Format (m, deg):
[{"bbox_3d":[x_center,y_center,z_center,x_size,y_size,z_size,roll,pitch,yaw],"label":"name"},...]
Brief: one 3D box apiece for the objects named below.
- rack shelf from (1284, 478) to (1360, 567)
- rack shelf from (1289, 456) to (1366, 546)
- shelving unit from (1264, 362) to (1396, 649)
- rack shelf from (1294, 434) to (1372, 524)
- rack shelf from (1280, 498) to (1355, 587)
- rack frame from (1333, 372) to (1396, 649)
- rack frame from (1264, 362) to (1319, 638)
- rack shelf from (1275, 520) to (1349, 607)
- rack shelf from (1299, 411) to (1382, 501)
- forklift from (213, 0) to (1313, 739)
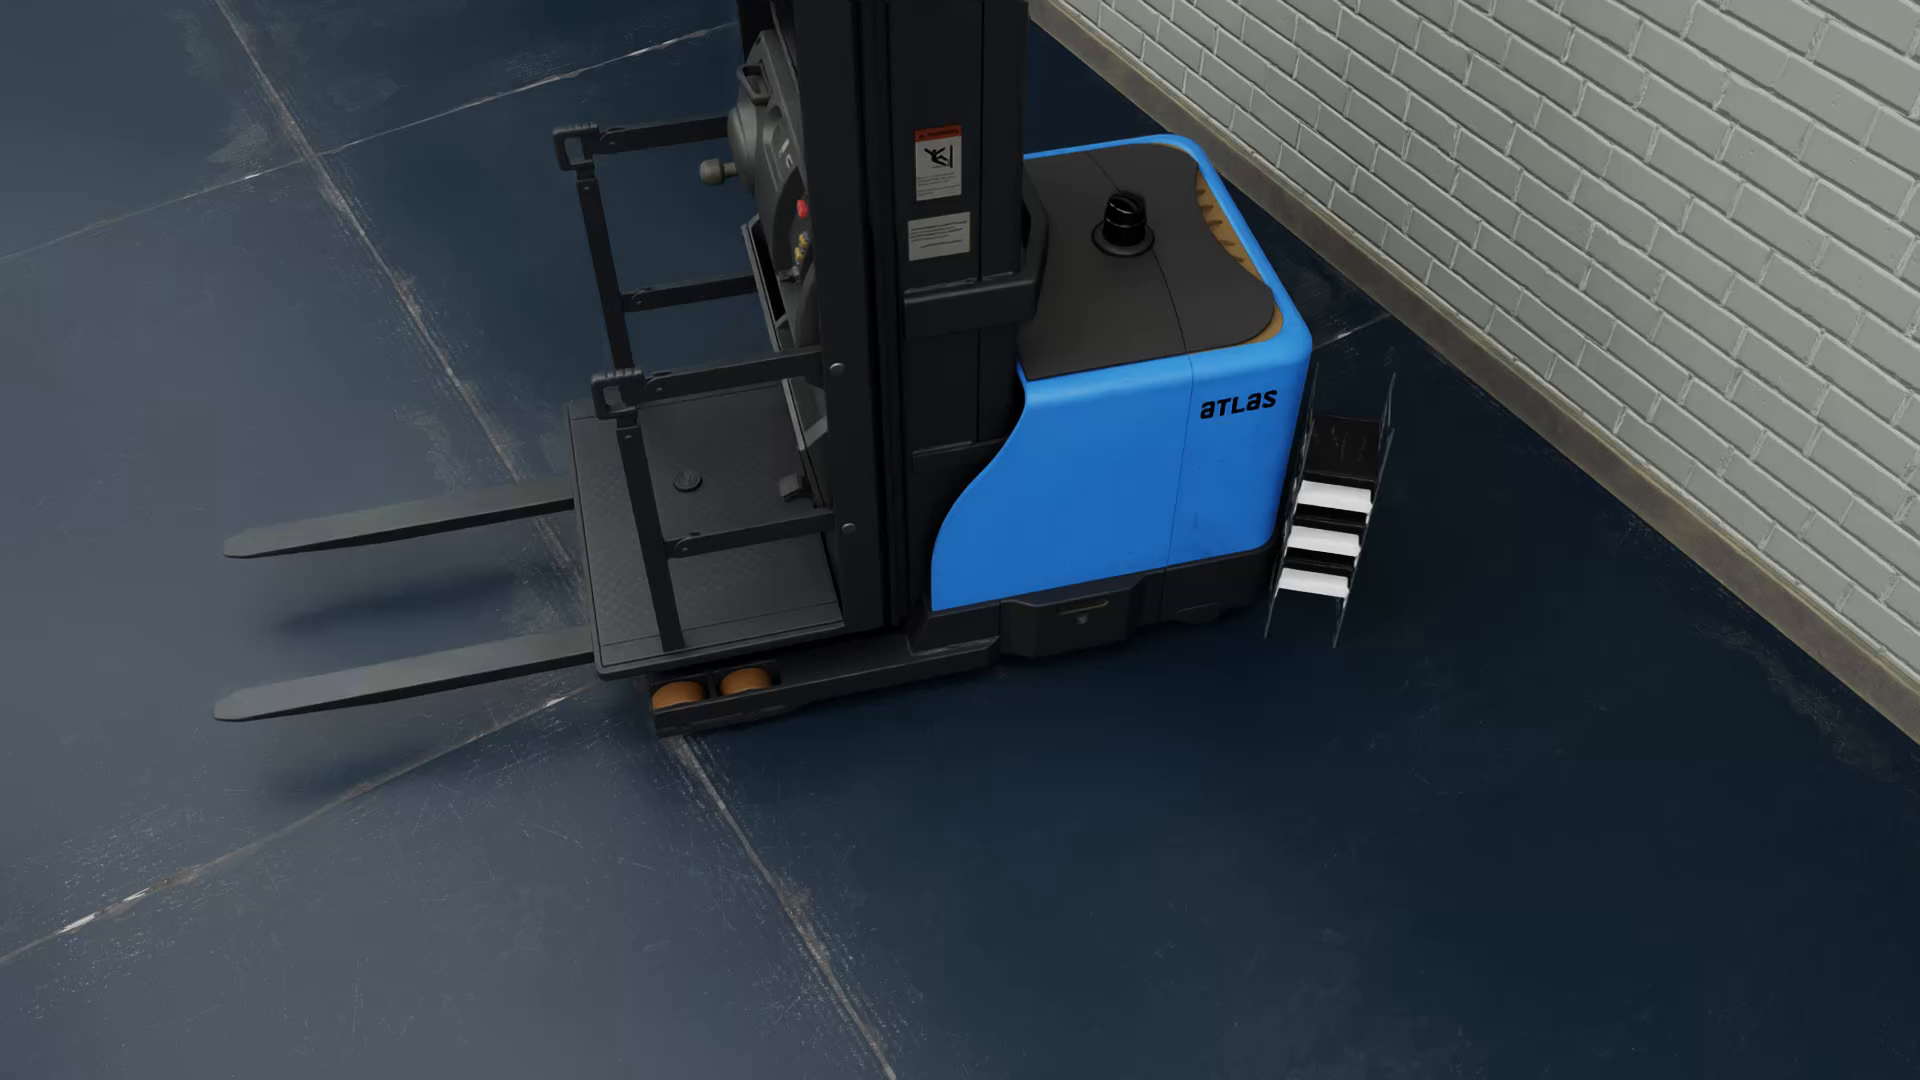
[{"bbox_3d":[1.039,-0.055,4.741,0.200,0.077,0.258,9,49,8],"label":"rack shelf"},{"bbox_3d":[1.039,-0.115,4.674,0.200,0.077,0.258,9,49,8],"label":"rack shelf"},{"bbox_3d":[1.039,-0.077,4.716,0.210,0.900,0.258,9,49,8],"label":"shelving unit"},{"bbox_3d":[1.039,-0.175,4.607,0.200,0.077,0.258,9,49,8],"label":"rack shelf"},{"bbox_3d":[1.039,0.005,4.808,0.200,0.077,0.258,9,49,8],"label":"rack shelf"},{"bbox_3d":[1.139,-0.062,4.703,0.006,0.900,0.240,9,49,8],"label":"rack frame"},{"bbox_3d":[0.940,-0.092,4.730,0.006,0.900,0.240,9,49,8],"label":"rack frame"},{"bbox_3d":[1.039,0.065,4.875,0.200,0.077,0.258,9,49,8],"label":"rack shelf"},{"bbox_3d":[1.039,-0.235,4.539,0.200,0.077,0.258,9,49,8],"label":"rack shelf"},{"bbox_3d":[-0.641,-0.855,4.049,3.031,2.935,1.130,-11,49,-9],"label":"forklift"}]
